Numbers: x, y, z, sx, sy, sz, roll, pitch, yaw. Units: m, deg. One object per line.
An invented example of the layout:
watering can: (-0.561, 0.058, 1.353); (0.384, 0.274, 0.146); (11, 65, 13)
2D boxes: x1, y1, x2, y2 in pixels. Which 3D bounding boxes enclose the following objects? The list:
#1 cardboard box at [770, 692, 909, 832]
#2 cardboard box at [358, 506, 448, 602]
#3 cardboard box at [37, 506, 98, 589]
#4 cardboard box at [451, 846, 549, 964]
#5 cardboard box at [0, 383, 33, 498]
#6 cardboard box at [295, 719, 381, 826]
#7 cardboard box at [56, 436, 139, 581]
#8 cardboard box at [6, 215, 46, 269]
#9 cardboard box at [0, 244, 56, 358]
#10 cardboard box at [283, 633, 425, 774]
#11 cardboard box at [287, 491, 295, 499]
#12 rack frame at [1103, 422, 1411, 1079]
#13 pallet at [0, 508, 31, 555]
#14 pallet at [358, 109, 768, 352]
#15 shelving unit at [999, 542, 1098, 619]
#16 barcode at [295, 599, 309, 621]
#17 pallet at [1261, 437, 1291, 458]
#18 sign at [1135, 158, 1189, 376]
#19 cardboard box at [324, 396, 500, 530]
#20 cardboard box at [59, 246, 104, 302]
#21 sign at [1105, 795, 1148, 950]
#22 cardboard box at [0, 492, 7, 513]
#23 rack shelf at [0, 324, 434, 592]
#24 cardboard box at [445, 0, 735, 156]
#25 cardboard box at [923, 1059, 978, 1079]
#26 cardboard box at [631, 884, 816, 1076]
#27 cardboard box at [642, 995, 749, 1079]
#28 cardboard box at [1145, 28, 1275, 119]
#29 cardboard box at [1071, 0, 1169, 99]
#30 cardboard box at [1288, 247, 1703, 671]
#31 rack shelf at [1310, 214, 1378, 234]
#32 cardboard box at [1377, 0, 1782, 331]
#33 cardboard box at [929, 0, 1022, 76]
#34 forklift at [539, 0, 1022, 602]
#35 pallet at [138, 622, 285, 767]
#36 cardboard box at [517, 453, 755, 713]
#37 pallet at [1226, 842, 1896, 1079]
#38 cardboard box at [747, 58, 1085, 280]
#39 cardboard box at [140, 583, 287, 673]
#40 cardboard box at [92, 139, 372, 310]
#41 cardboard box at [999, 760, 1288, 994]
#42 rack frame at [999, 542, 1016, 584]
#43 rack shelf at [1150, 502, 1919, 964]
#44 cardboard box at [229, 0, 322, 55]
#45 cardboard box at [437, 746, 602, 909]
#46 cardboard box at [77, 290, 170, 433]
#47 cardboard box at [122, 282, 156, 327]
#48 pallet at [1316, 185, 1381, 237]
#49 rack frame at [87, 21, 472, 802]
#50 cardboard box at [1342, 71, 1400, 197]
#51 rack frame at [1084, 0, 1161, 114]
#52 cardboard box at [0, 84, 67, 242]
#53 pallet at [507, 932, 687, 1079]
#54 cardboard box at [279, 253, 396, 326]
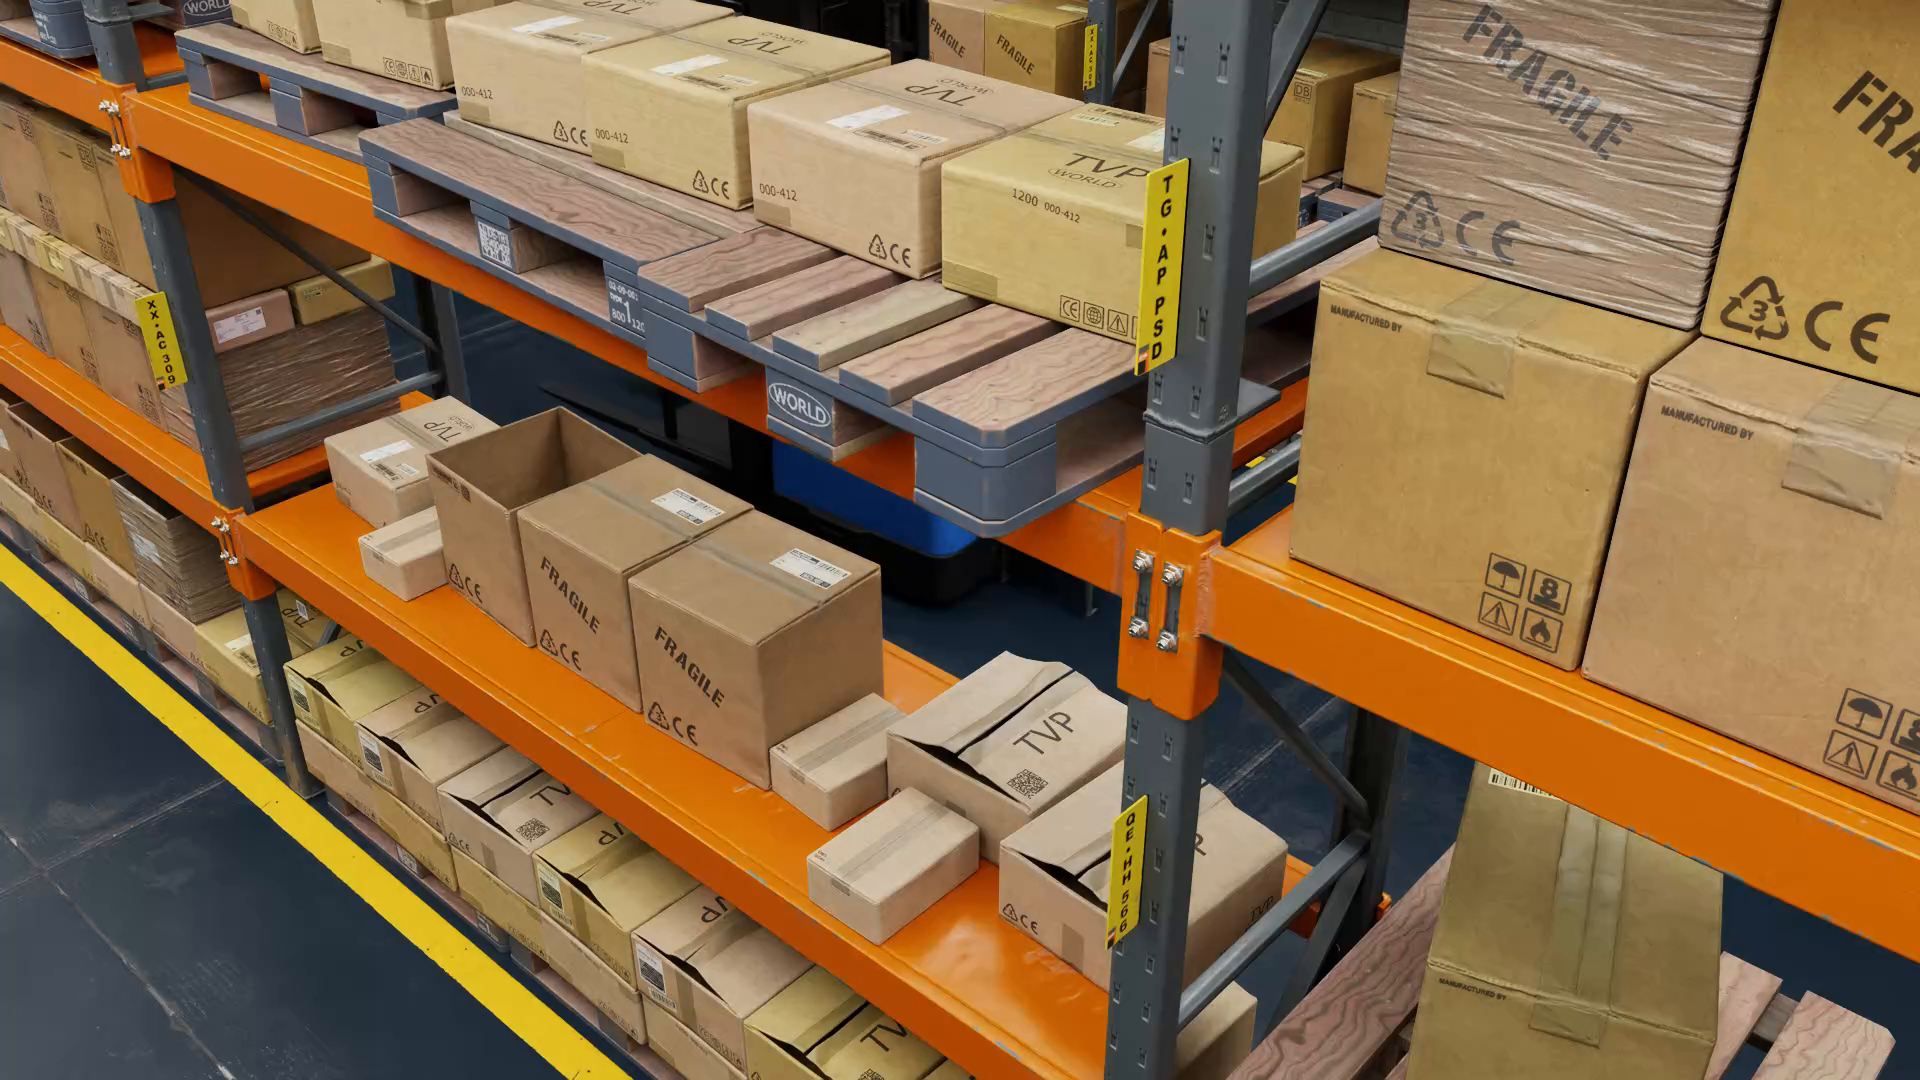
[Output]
cardboard box: (-0.297, 0.606, 4.579); (0.380, 0.149, 0.250); (-26, 40, -36)
cardboard box: (-1.760, 0.026, 5.542); (0.250, 0.149, 0.380); (25, 39, 35)
cardboard box: (-3.886, -0.062, 7.704); (0.500, 0.250, 0.500); (25, 39, 35)
cardboard box: (-1.383, 1.122, 5.737); (0.500, 0.250, 0.500); (24, 38, 34)
cardboard box: (-4.246, -0.563, 7.808); (0.500, 0.500, 0.500); (25, 39, 35)
cardboard box: (-2.147, 0.766, 6.328); (0.500, 0.250, 0.500); (24, 38, 34)
cardboard box: (-3.506, -0.216, 7.232); (0.500, 0.500, 0.500); (25, 39, 35)
cardboard box: (-3.565, -1.239, 6.675); (0.250, 0.149, 0.380); (26, 40, 36)
cardboard box: (-3.758, -1.192, 7.225); (0.500, 0.500, 0.700); (26, 40, 36)
cardboard box: (-2.140, 0.530, 6.177); (0.500, 0.311, 0.500); (25, 39, 35)
cardboard box: (-2.789, -0.240, 7.272); (0.500, 0.500, 0.500); (25, 39, 35)
rack frame: (0.686, 0.918, 3.817); (0.127, 3.000, 1.000); (25, 39, 35)
pallet: (-4.650, -0.408, 8.722); (1.213, 0.211, 1.003); (25, 39, 35)
pallet: (-0.708, -0.873, 4.066); (1.213, 0.211, 1.003); (27, 40, 37)
shelving unit: (0.509, -0.697, 7.373); (0.503, 2.100, 0.431); (22, 37, 32)
barcode: (-2.370, 0.252, 5.989); (0.075, 0.075, 0.001); (25, 39, 35)
pallet: (1.620, -0.898, 9.538); (1.213, 0.211, 1.003); (25, 39, 35)
sign: (0.308, -0.413, 2.542); (0.005, 0.325, 0.100); (25, 39, 35)
cardboard box: (-1.885, -0.248, 5.900); (0.500, 0.250, 0.500); (-27, 40, -37)
cardboard box: (-3.198, -1.066, 6.386); (0.250, 0.149, 0.380); (25, 39, 35)
sign: (0.316, 0.635, 3.164); (0.005, 0.325, 0.100); (25, 39, 35)
cardboard box: (-4.624, -0.410, 8.282); (0.500, 0.250, 0.500); (25, 39, 35)
rack shelf: (-3.763, -0.850, 7.452); (4.000, 0.370, 1.077); (25, 39, 35)
cardboard box: (-0.903, -1.182, 4.135); (0.500, 0.250, 0.500); (21, 37, 31)
cardboard box: (0.132, 1.589, 4.418); (0.500, 0.311, 0.500); (26, 40, 36)
cardboard box: (-0.630, 1.236, 5.004); (0.500, 0.311, 0.500); (25, 39, 35)
cardboard box: (-0.623, 1.475, 5.150); (0.500, 0.250, 0.500); (26, 40, 36)
cardboard box: (1.396, -2.404, 8.812); (0.500, 0.500, 0.700); (25, 39, 35)
cardboard box: (0.833, -2.870, 9.508); (0.500, 0.500, 0.500); (24, 38, 34)
cardboard box: (1.032, -0.272, 2.788); (0.500, 0.500, 0.910); (25, 39, 35)
rack shelf: (2.524, -1.362, 8.301); (4.000, 0.370, 1.077); (25, 39, 35)
cardboard box: (1.005, -0.685, 2.505); (0.500, 0.500, 0.500); (25, 39, 35)
cardboard box: (0.110, -2.843, 9.464); (0.500, 0.500, 0.500); (25, 39, 35)
forklift: (-0.944, -1.580, 8.033); (3.031, 2.935, 1.130); (22, 37, 32)
pallet: (-2.841, 0.437, 7.319); (1.213, 0.211, 1.003); (25, 39, 35)
cardboard box: (-0.959, 0.118, 5.048); (0.500, 0.500, 0.500); (25, 39, 35)
pallet: (1.236, 1.208, 3.521); (1.003, 0.211, 1.213); (25, 39, 35)
cardboard box: (-0.089, -0.793, 3.489); (0.500, 0.250, 0.500); (26, 40, 36)
cardboard box: (-3.134, 0.278, 7.139); (0.500, 0.250, 0.500); (25, 39, 35)
cardboard box: (-2.613, -1.216, 6.007); (0.500, 0.500, 0.700); (25, 39, 35)
cardboard box: (0.446, 0.814, 4.077); (0.500, 0.311, 0.500); (-27, 40, -37)
rack frame: (0.316, -0.775, 7.501); (0.015, 2.100, 0.400); (22, 37, 32)
rack shelf: (2.169, 0.633, 2.079); (4.000, 0.370, 1.077); (25, 39, 35)
cardboard box: (-1.829, -1.650, 4.913); (0.500, 0.250, 0.500); (-25, 39, -35)
cardboard box: (-1.388, 0.884, 5.589); (0.500, 0.311, 0.500); (24, 38, 34)
cardboard box: (-3.008, -0.840, 6.641); (0.500, 0.500, 0.700); (25, 39, 35)
cardboard box: (-2.807, -0.886, 6.087); (0.250, 0.149, 0.380); (24, 39, 34)
pallet: (2.512, -1.565, 8.127); (1.213, 0.211, 1.003); (25, 39, 35)
rack frame: (-2.280, -0.466, 6.116); (0.127, 3.000, 1.000); (25, 39, 35)
cardboard box: (2.315, -1.992, 8.127); (0.700, 0.500, 0.500); (-23, 38, -33)
rack frame: (1.042, -2.362, 9.265); (0.127, 3.000, 1.000); (25, 39, 35)
cardboard box: (-3.359, -1.564, 6.585); (0.500, 0.500, 0.700); (25, 39, 35)
pallet: (-0.798, 1.390, 5.736); (1.213, 0.211, 1.003); (25, 39, 35)
cardboard box: (-2.349, -0.954, 6.201); (0.250, 0.149, 0.380); (25, 39, 35)
